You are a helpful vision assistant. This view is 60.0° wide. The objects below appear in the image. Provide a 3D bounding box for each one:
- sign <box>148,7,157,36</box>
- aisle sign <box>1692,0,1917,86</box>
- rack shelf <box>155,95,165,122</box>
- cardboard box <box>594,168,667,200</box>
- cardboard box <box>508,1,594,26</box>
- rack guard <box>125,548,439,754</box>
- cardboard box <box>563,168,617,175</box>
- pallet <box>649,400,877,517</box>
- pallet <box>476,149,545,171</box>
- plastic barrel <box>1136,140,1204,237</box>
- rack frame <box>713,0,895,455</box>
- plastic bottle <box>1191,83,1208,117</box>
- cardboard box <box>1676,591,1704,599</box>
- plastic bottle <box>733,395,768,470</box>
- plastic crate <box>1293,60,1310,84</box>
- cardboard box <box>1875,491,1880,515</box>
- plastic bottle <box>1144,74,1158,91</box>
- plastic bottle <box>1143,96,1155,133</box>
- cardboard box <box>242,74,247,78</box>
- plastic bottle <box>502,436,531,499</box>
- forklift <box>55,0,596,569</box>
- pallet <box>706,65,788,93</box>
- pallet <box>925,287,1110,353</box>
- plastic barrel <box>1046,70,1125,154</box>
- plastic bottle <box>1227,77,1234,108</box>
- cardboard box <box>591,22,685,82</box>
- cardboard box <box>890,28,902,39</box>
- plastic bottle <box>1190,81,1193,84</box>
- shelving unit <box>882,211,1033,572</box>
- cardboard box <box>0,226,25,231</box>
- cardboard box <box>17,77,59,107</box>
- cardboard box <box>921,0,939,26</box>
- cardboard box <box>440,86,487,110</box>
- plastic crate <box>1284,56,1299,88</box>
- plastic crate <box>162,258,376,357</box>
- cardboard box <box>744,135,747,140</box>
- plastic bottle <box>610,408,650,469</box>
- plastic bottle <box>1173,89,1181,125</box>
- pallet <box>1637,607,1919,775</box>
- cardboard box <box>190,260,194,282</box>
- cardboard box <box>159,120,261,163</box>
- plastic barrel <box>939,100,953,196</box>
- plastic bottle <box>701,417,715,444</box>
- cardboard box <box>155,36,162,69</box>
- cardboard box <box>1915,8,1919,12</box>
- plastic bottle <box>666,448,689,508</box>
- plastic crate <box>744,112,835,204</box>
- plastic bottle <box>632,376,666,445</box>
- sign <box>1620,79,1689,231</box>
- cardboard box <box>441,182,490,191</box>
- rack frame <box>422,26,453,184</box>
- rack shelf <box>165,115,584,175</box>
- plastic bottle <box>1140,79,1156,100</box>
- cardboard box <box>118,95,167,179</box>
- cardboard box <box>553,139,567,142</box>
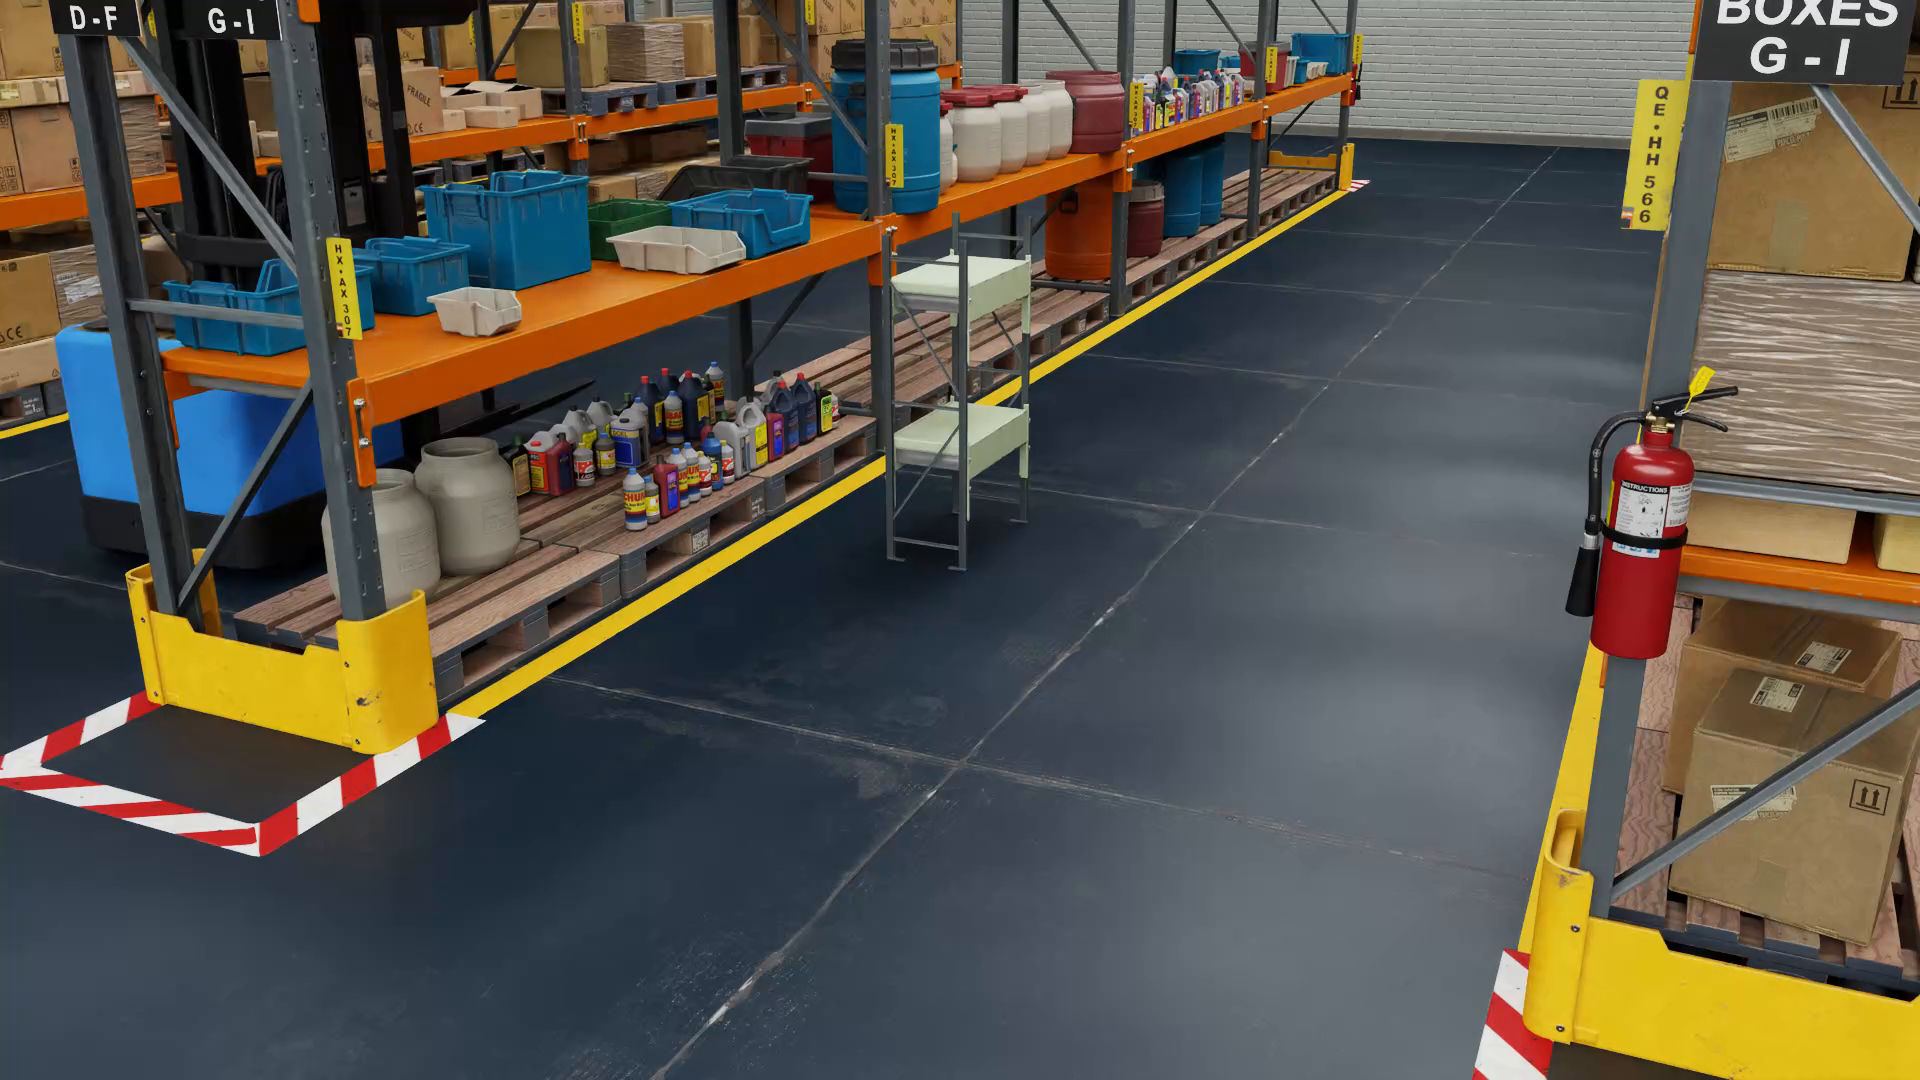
[{"bbox_3d":[-7.745,-4.997,15.932,0.100,0.325,0.005,9,21,23],"label":"sign"},{"bbox_3d":[1.738,-1.322,3.331,0.394,0.787,0.004,9,21,23],"label":"aisle sign"},{"bbox_3d":[-9.063,-3.610,14.715,1.077,0.370,4.000,9,21,23],"label":"rack shelf"},{"bbox_3d":[-3.067,-3.172,15.484,0.500,0.500,0.500,8,21,21],"label":"cardboard box"},{"bbox_3d":[-5.456,-6.766,22.068,0.980,0.700,0.700,8,21,22],"label":"cardboard box"},{"bbox_3d":[-2.494,0.393,6.117,1.175,0.500,0.348,9,21,23],"label":"rack guard"},{"bbox_3d":[-3.555,-3.229,15.646,0.500,0.500,0.500,9,22,25],"label":"cardboard box"},{"bbox_3d":[-1.157,-0.464,8.959,1.003,0.211,1.213,9,21,23],"label":"pallet"},{"bbox_3d":[-5.725,-5.065,21.895,1.003,0.211,1.213,9,21,23],"label":"pallet"},{"bbox_3d":[1.904,-3.252,15.141,0.600,0.901,0.708,9,21,23],"label":"plastic barrel"},{"bbox_3d":[-0.844,-1.978,9.053,1.000,3.000,0.127,9,21,23],"label":"rack frame"},{"bbox_3d":[2.059,-3.822,14.425,0.152,0.276,0.135,9,21,23],"label":"plastic bottle"},{"bbox_3d":[3.247,-0.025,6.667,0.500,0.500,0.500,17,26,40],"label":"cardboard box"},{"bbox_3d":[-1.056,-0.543,8.316,0.144,0.351,0.185,8,21,22],"label":"plastic bottle"},{"bbox_3d":[3.463,-4.932,17.522,0.416,0.233,0.300,9,21,23],"label":"plastic crate"},{"bbox_3d":[2.491,-0.085,4.107,0.380,0.149,0.250,9,21,23],"label":"cardboard box"},{"bbox_3d":[1.745,-4.164,15.385,0.152,0.276,0.135,9,21,23],"label":"plastic bottle"},{"bbox_3d":[1.456,-3.371,13.157,0.152,0.276,0.135,9,21,23],"label":"plastic bottle"},{"bbox_3d":[-7.611,-4.759,17.219,0.380,0.149,0.250,8,21,22],"label":"cardboard box"},{"bbox_3d":[-2.099,-0.342,7.852,0.061,0.283,0.133,9,22,24],"label":"plastic bottle"},{"bbox_3d":[-3.054,-1.708,8.397,1.130,2.935,3.031,7,21,20],"label":"forklift"},{"bbox_3d":[-2.512,-4.784,17.232,1.003,0.211,1.213,9,21,23],"label":"pallet"},{"bbox_3d":[0.441,-1.655,12.308,1.003,0.211,1.213,9,21,23],"label":"pallet"},{"bbox_3d":[0.880,-3.081,11.953,0.600,0.536,0.708,9,21,23],"label":"plastic barrel"},{"bbox_3d":[2.416,-4.088,15.173,0.152,0.276,0.135,9,21,23],"label":"plastic bottle"},{"bbox_3d":[-3.020,-4.588,15.616,0.700,0.500,0.500,13,23,33],"label":"cardboard box"},{"bbox_3d":[-1.008,-5.735,19.469,0.500,0.500,0.500,8,21,22],"label":"cardboard box"},{"bbox_3d":[2.033,-3.902,14.657,0.097,0.271,0.097,0,20,0],"label":"plastic bottle"},{"bbox_3d":[-0.003,-0.705,7.712,0.431,1.500,0.755,9,21,23],"label":"shelving unit"},{"bbox_3d":[-8.986,-3.065,15.184,0.700,0.500,0.500,8,21,22],"label":"cardboard box"},{"bbox_3d":[-5.592,-2.663,9.862,0.380,0.149,0.250,9,21,23],"label":"cardboard box"},{"bbox_3d":[-0.585,-6.517,20.175,0.500,0.500,0.500,9,22,24],"label":"cardboard box"},{"bbox_3d":[-4.266,-3.593,13.727,0.500,0.311,0.500,8,21,22],"label":"cardboard box"},{"bbox_3d":[3.225,-4.837,17.181,0.437,0.282,0.530,9,21,23],"label":"plastic crate"},{"bbox_3d":[-2.550,-0.879,6.186,0.499,0.251,0.616,9,21,23],"label":"plastic crate"},{"bbox_3d":[-2.111,-4.347,18.789,0.500,0.500,0.500,9,21,23],"label":"cardboard box"},{"bbox_3d":[-1.659,-0.512,8.339,0.152,0.276,0.135,9,21,23],"label":"plastic bottle"},{"bbox_3d":[1.781,-3.580,13.734,0.061,0.283,0.133,9,21,23],"label":"plastic bottle"},{"bbox_3d":[2.934,0.600,5.966,1.003,0.211,1.213,9,21,23],"label":"pallet"},{"bbox_3d":[-4.965,-1.917,11.523,0.500,0.311,0.500,9,21,23],"label":"cardboard box"},{"bbox_3d":[-5.200,-2.744,11.433,0.500,0.250,0.500,10,22,26],"label":"cardboard box"},{"bbox_3d":[-0.252,-2.304,9.768,0.433,0.535,0.433,0,20,0],"label":"plastic barrel"},{"bbox_3d":[-1.223,-0.477,8.230,0.061,0.283,0.133,9,21,23],"label":"plastic bottle"},{"bbox_3d":[-7.812,-4.870,16.563,0.500,0.500,0.500,9,22,24],"label":"cardboard box"},{"bbox_3d":[3.741,-1.781,6.415,0.500,0.500,0.500,9,21,23],"label":"cardboard box"},{"bbox_3d":[-1.315,-0.293,7.731,0.097,0.271,0.097,0,20,0],"label":"plastic bottle"},{"bbox_3d":[-0.925,-2.198,9.577,0.402,0.464,0.583,9,21,23],"label":"plastic crate"},{"bbox_3d":[-1.630,-0.689,8.728,0.144,0.351,0.185,8,21,20],"label":"plastic bottle"},{"bbox_3d":[1.539,-0.852,3.689,0.100,0.325,0.005,9,21,23],"label":"sign"},{"bbox_3d":[-4.206,-2.928,14.366,0.500,0.311,0.500,9,22,25],"label":"cardboard box"},{"bbox_3d":[-6.606,-5.783,19.752,1.000,3.000,0.127,9,21,23],"label":"rack frame"},{"bbox_3d":[-4.542,-2.931,12.807,1.077,0.370,4.000,9,21,23],"label":"rack shelf"},{"bbox_3d":[1.655,-3.972,14.845,0.152,0.276,0.135,9,21,23],"label":"plastic bottle"},{"bbox_3d":[-5.537,-2.569,10.567,0.700,0.500,0.500,8,21,21],"label":"cardboard box"},{"bbox_3d":[-5.574,-5.491,22.036,0.700,0.500,0.500,8,21,21],"label":"cardboard box"}]
